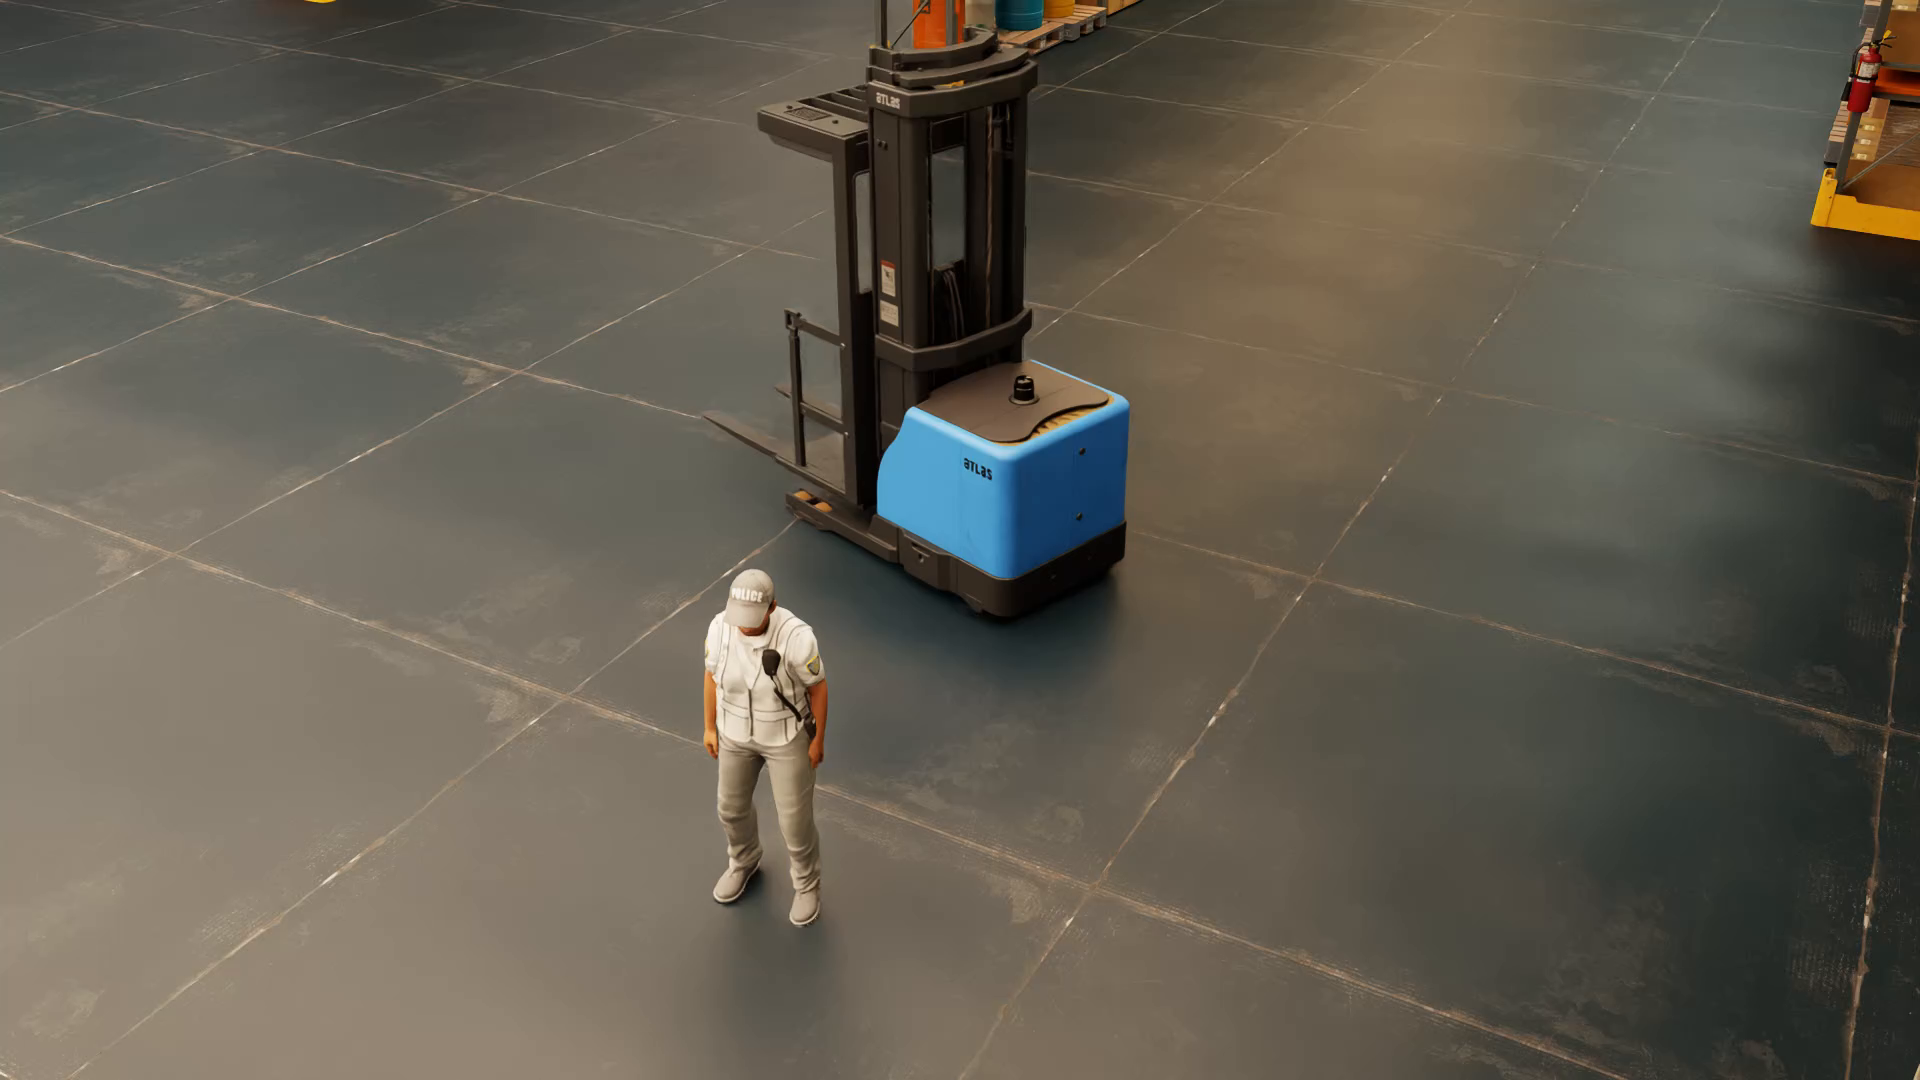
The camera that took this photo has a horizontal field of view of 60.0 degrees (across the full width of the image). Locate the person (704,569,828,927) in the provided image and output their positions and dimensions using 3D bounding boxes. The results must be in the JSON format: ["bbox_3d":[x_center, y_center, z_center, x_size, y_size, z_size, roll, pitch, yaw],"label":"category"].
[{"bbox_3d":[-0.815,0.825,6.920,0.532,1.671,0.458,8,31,13],"label":"person"}]

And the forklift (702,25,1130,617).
[{"bbox_3d":[-0.424,-1.489,9.651,1.130,2.935,3.031,-26,39,-37],"label":"forklift"}]
